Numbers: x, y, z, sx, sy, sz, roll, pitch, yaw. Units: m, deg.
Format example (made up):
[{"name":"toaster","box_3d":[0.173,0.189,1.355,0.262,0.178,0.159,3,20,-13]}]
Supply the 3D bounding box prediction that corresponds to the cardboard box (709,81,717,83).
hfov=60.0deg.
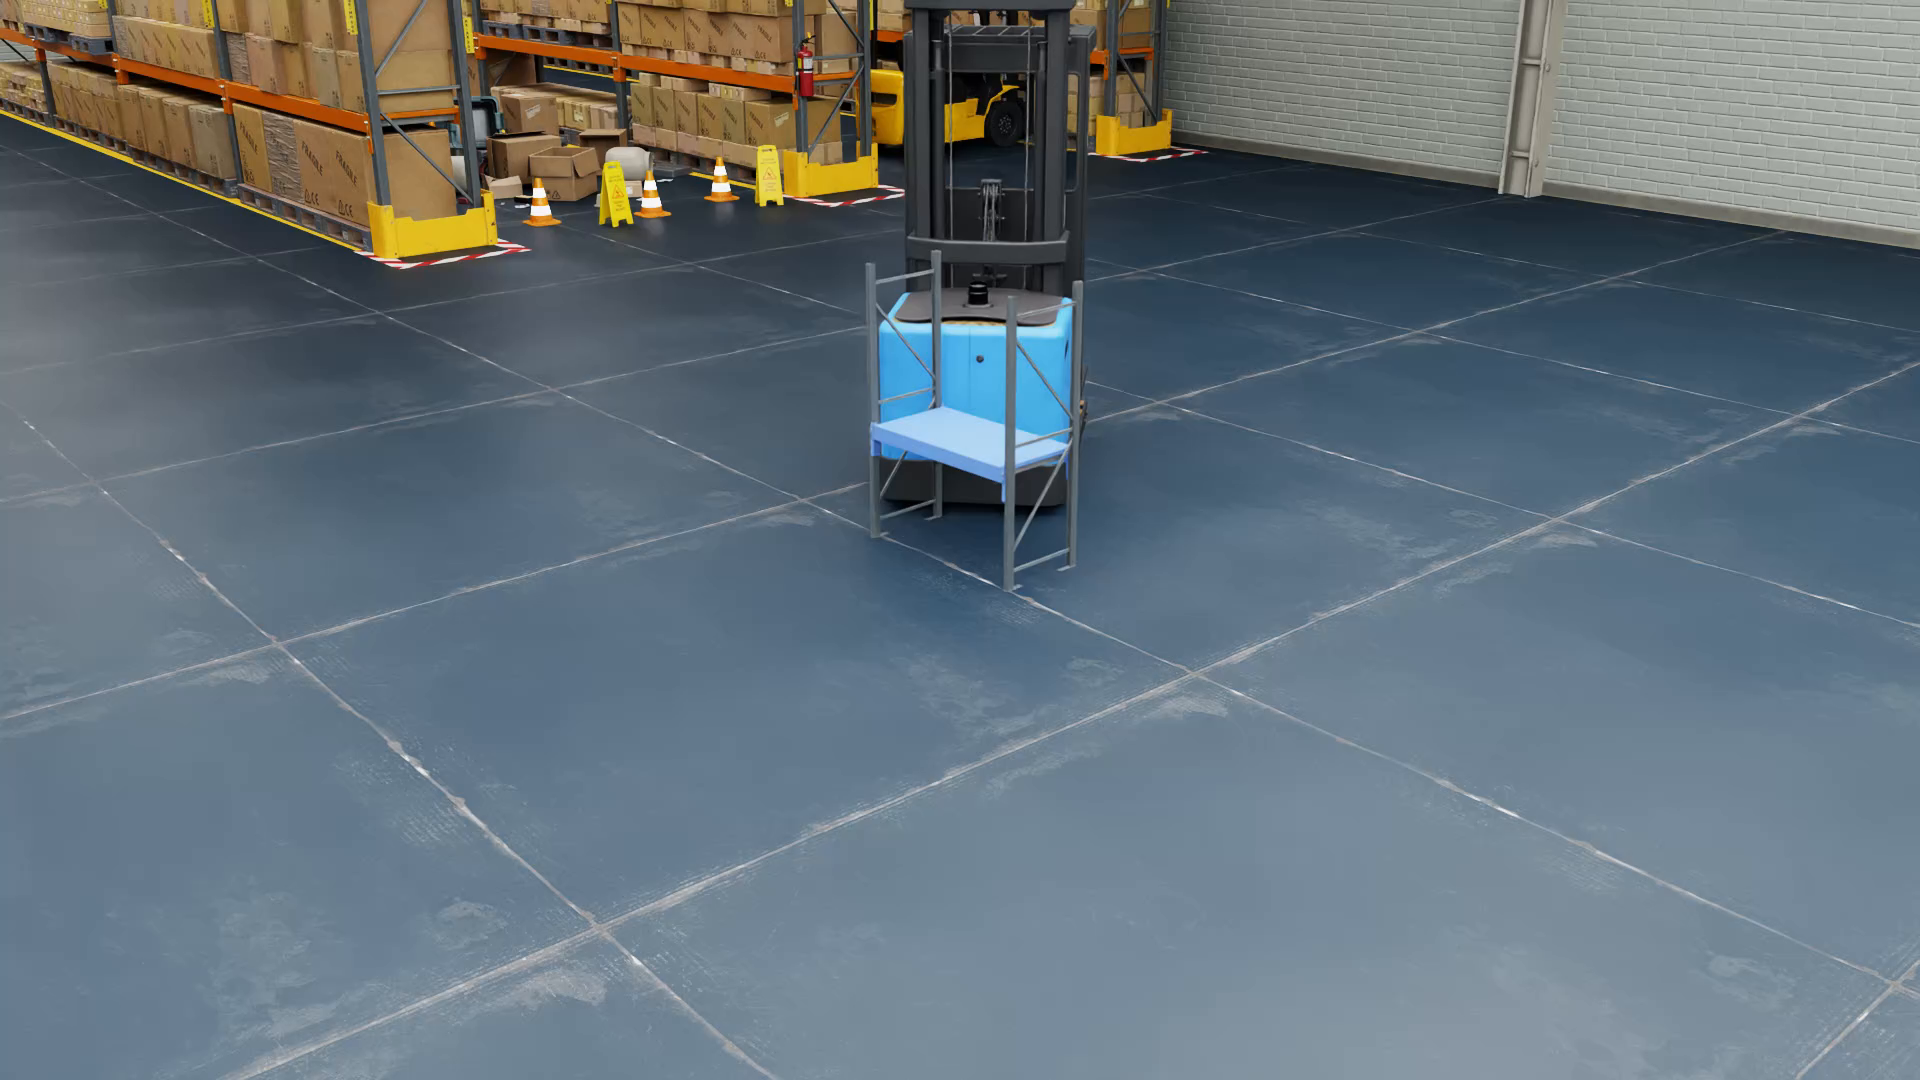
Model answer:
[{"name":"cardboard box","box_3d":[-3.131,-5.586,21.299,0.500,0.500,0.500,-17,27,-36]}]

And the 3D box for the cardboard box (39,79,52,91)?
[{"name":"cardboard box","box_3d":[-13.390,-6.746,24.613,0.380,0.149,0.250,-17,27,-36]}]

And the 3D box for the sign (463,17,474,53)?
[{"name":"sign","box_3d":[-4.703,-4.820,15.882,0.100,0.325,0.005,-17,27,-37]}]

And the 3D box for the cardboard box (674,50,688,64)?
[{"name":"cardboard box","box_3d":[-3.264,-5.925,20.343,0.380,0.149,0.250,-17,27,-37]}]

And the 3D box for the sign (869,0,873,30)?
[{"name":"sign","box_3d":[-1.032,-5.988,18.973,0.100,0.325,0.005,-17,27,-37]}]

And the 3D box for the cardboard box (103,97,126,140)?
[{"name":"cardboard box","box_3d":[-10.977,-5.611,22.049,0.500,0.500,0.500,-18,27,-38]}]

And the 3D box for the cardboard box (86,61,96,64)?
[{"name":"cardboard box","box_3d":[-12.282,-6.800,24.057,0.500,0.250,0.500,-18,28,-39]}]

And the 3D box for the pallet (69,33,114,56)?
[{"name":"pallet","box_3d":[-10.895,-6.542,21.837,1.213,0.211,1.003,-17,27,-37]}]

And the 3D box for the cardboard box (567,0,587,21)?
[{"name":"cardboard box","box_3d":[-4.854,-7.151,22.009,0.500,0.500,0.500,-17,27,-37]}]

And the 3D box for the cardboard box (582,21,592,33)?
[{"name":"cardboard box","box_3d":[-4.758,-6.793,21.984,0.380,0.149,0.250,-18,28,-39]}]

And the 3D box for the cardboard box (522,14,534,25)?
[{"name":"cardboard box","box_3d":[-5.911,-7.309,23.301,0.380,0.149,0.250,-16,26,-34]}]

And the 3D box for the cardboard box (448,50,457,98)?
[{"name":"cardboard box","box_3d":[-7.632,-7.330,25.924,0.875,0.875,0.875,-17,27,-37]}]

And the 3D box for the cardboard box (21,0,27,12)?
[{"name":"cardboard box","box_3d":[-13.052,-7.564,23.543,0.380,0.149,0.250,-17,27,-37]}]

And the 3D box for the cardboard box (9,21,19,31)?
[{"name":"cardboard box","box_3d":[-14.053,-7.750,25.001,0.380,0.149,0.250,-19,28,-40]}]

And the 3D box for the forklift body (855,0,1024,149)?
[{"name":"forklift body","box_3d":[-0.305,-6.333,22.204,2.313,2.155,1.214,-17,27,-37]}]

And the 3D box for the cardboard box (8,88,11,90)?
[{"name":"cardboard box","box_3d":[-14.749,-7.053,26.212,0.380,0.149,0.250,-17,27,-37]}]

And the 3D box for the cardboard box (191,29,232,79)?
[{"name":"cardboard box","box_3d":[-8.281,-5.482,18.730,0.500,0.500,0.500,-18,27,-38]}]

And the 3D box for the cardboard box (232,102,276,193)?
[{"name":"cardboard box","box_3d":[-7.381,-4.371,18.367,0.875,0.875,0.875,-17,27,-37]}]

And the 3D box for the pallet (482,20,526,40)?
[{"name":"pallet","box_3d":[-6.119,-7.405,24.041,1.213,0.211,1.003,-17,27,-37]}]

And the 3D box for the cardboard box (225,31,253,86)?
[{"name":"cardboard box","box_3d":[-7.488,-5.326,18.262,0.875,0.550,0.550,-17,27,-37]}]

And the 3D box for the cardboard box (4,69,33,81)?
[{"name":"cardboard box","box_3d":[-14.613,-7.231,25.850,0.380,0.149,0.250,-17,27,-37]}]

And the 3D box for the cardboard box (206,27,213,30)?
[{"name":"cardboard box","box_3d":[-8.067,-6.003,18.689,0.700,0.500,0.500,-18,28,-38]}]

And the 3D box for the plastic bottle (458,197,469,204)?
[{"name":"plastic bottle","box_3d":[-5.485,-3.828,18.673,0.133,0.061,0.283,12,24,27]}]

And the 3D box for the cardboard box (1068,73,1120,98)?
[{"name":"cardboard box","box_3d":[1.778,-6.072,22.198,0.500,0.250,0.500,-16,27,-36]}]

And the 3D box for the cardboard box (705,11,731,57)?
[{"name":"cardboard box","box_3d":[-2.653,-6.004,19.655,0.500,0.500,0.500,-18,27,-38]}]

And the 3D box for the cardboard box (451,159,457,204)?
[{"name":"cardboard box","box_3d":[-5.947,-4.007,18.527,0.500,0.500,0.500,-12,25,-28]}]

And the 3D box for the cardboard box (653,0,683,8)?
[{"name":"cardboard box","box_3d":[-3.307,-6.747,20.181,0.700,0.500,0.500,-18,28,-39]}]

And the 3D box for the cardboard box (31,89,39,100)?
[{"name":"cardboard box","box_3d":[-13.593,-6.655,24.787,0.380,0.149,0.250,-19,28,-40]}]

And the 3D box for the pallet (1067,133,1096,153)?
[{"name":"pallet","box_3d":[1.784,-5.542,22.843,1.003,0.211,1.213,-17,27,-37]}]

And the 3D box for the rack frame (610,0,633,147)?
[{"name":"rack frame","box_3d":[-4.054,-6.561,21.622,1.000,3.000,0.127,-17,27,-37]}]

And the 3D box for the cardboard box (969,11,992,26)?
[{"name":"cardboard box","box_3d":[0.480,-7.326,23.438,0.500,0.500,0.500,-18,28,-38]}]

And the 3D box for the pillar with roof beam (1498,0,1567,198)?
[{"name":"pillar with roof beam","box_3d":[3.198,-7.156,14.916,9.100,9.000,0.400,-17,27,-37]}]

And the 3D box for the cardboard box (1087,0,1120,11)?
[{"name":"cardboard box","box_3d":[1.876,-7.016,21.758,0.380,0.149,0.250,-17,27,-37]}]

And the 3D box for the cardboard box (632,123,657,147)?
[{"name":"cardboard box","box_3d":[-3.874,-5.249,21.467,0.500,0.250,0.500,-19,28,-40]}]

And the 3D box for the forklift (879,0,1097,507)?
[{"name":"forklift","box_3d":[0.244,-2.051,10.201,1.130,2.935,3.031,3,22,7]}]

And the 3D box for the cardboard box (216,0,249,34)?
[{"name":"cardboard box","box_3d":[-7.523,-5.817,18.037,0.875,0.550,0.550,-17,27,-37]}]

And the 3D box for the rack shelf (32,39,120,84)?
[{"name":"rack shelf","box_3d":[-11.655,-6.678,22.906,1.077,0.370,4.000,-17,27,-37]}]

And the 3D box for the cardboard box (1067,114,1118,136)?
[{"name":"cardboard box","box_3d":[1.769,-5.608,22.385,0.500,0.250,0.500,-17,27,-37]}]

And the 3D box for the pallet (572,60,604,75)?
[{"name":"pallet","box_3d":[-6.766,-9.183,32.140,1.003,0.211,1.213,-17,27,-37]}]

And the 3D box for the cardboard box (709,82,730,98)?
[{"name":"cardboard box","box_3d":[-2.787,-5.411,19.962,0.380,0.149,0.250,-16,27,-35]}]

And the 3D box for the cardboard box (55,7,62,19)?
[{"name":"cardboard box","box_3d":[-11.860,-7.061,22.259,0.380,0.149,0.250,-17,27,-36]}]

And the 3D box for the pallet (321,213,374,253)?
[{"name":"pallet","box_3d":[-5.708,-3.153,16.746,1.003,0.211,1.213,-17,27,-37]}]

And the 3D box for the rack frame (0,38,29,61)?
[{"name":"rack frame","box_3d":[-15.571,-8.670,27.007,1.000,3.000,0.127,-17,27,-37]}]

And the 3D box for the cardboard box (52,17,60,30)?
[{"name":"cardboard box","box_3d":[-12.033,-6.995,22.500,0.380,0.149,0.250,-19,28,-40]}]

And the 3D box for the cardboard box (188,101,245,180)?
[{"name":"cardboard box","box_3d":[-8.212,-4.653,19.259,1.050,0.750,0.750,-18,27,-38]}]

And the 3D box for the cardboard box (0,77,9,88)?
[{"name":"cardboard box","box_3d":[-14.976,-7.239,26.278,0.380,0.149,0.250,-16,27,-36]}]

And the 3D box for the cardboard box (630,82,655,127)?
[{"name":"cardboard box","box_3d":[-3.874,-5.598,21.330,0.500,0.500,0.500,-16,26,-35]}]

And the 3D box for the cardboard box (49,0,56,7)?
[{"name":"cardboard box","box_3d":[-12.028,-7.272,22.390,0.380,0.149,0.250,-16,27,-36]}]

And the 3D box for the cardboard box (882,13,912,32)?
[{"name":"cardboard box","box_3d":[-0.823,-7.751,24.866,0.500,0.250,0.500,-17,27,-36]}]

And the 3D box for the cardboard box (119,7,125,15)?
[{"name":"cardboard box","box_3d":[-11.033,-7.075,22.296,0.380,0.149,0.250,-17,27,-37]}]

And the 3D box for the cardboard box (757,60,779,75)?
[{"name":"cardboard box","box_3d":[-2.099,-5.435,19.092,0.380,0.149,0.250,-18,28,-38]}]

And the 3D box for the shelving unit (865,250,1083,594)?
[{"name":"shelving unit","box_3d":[0.058,-0.632,8.542,0.538,1.500,1.048,-19,28,-40]}]
